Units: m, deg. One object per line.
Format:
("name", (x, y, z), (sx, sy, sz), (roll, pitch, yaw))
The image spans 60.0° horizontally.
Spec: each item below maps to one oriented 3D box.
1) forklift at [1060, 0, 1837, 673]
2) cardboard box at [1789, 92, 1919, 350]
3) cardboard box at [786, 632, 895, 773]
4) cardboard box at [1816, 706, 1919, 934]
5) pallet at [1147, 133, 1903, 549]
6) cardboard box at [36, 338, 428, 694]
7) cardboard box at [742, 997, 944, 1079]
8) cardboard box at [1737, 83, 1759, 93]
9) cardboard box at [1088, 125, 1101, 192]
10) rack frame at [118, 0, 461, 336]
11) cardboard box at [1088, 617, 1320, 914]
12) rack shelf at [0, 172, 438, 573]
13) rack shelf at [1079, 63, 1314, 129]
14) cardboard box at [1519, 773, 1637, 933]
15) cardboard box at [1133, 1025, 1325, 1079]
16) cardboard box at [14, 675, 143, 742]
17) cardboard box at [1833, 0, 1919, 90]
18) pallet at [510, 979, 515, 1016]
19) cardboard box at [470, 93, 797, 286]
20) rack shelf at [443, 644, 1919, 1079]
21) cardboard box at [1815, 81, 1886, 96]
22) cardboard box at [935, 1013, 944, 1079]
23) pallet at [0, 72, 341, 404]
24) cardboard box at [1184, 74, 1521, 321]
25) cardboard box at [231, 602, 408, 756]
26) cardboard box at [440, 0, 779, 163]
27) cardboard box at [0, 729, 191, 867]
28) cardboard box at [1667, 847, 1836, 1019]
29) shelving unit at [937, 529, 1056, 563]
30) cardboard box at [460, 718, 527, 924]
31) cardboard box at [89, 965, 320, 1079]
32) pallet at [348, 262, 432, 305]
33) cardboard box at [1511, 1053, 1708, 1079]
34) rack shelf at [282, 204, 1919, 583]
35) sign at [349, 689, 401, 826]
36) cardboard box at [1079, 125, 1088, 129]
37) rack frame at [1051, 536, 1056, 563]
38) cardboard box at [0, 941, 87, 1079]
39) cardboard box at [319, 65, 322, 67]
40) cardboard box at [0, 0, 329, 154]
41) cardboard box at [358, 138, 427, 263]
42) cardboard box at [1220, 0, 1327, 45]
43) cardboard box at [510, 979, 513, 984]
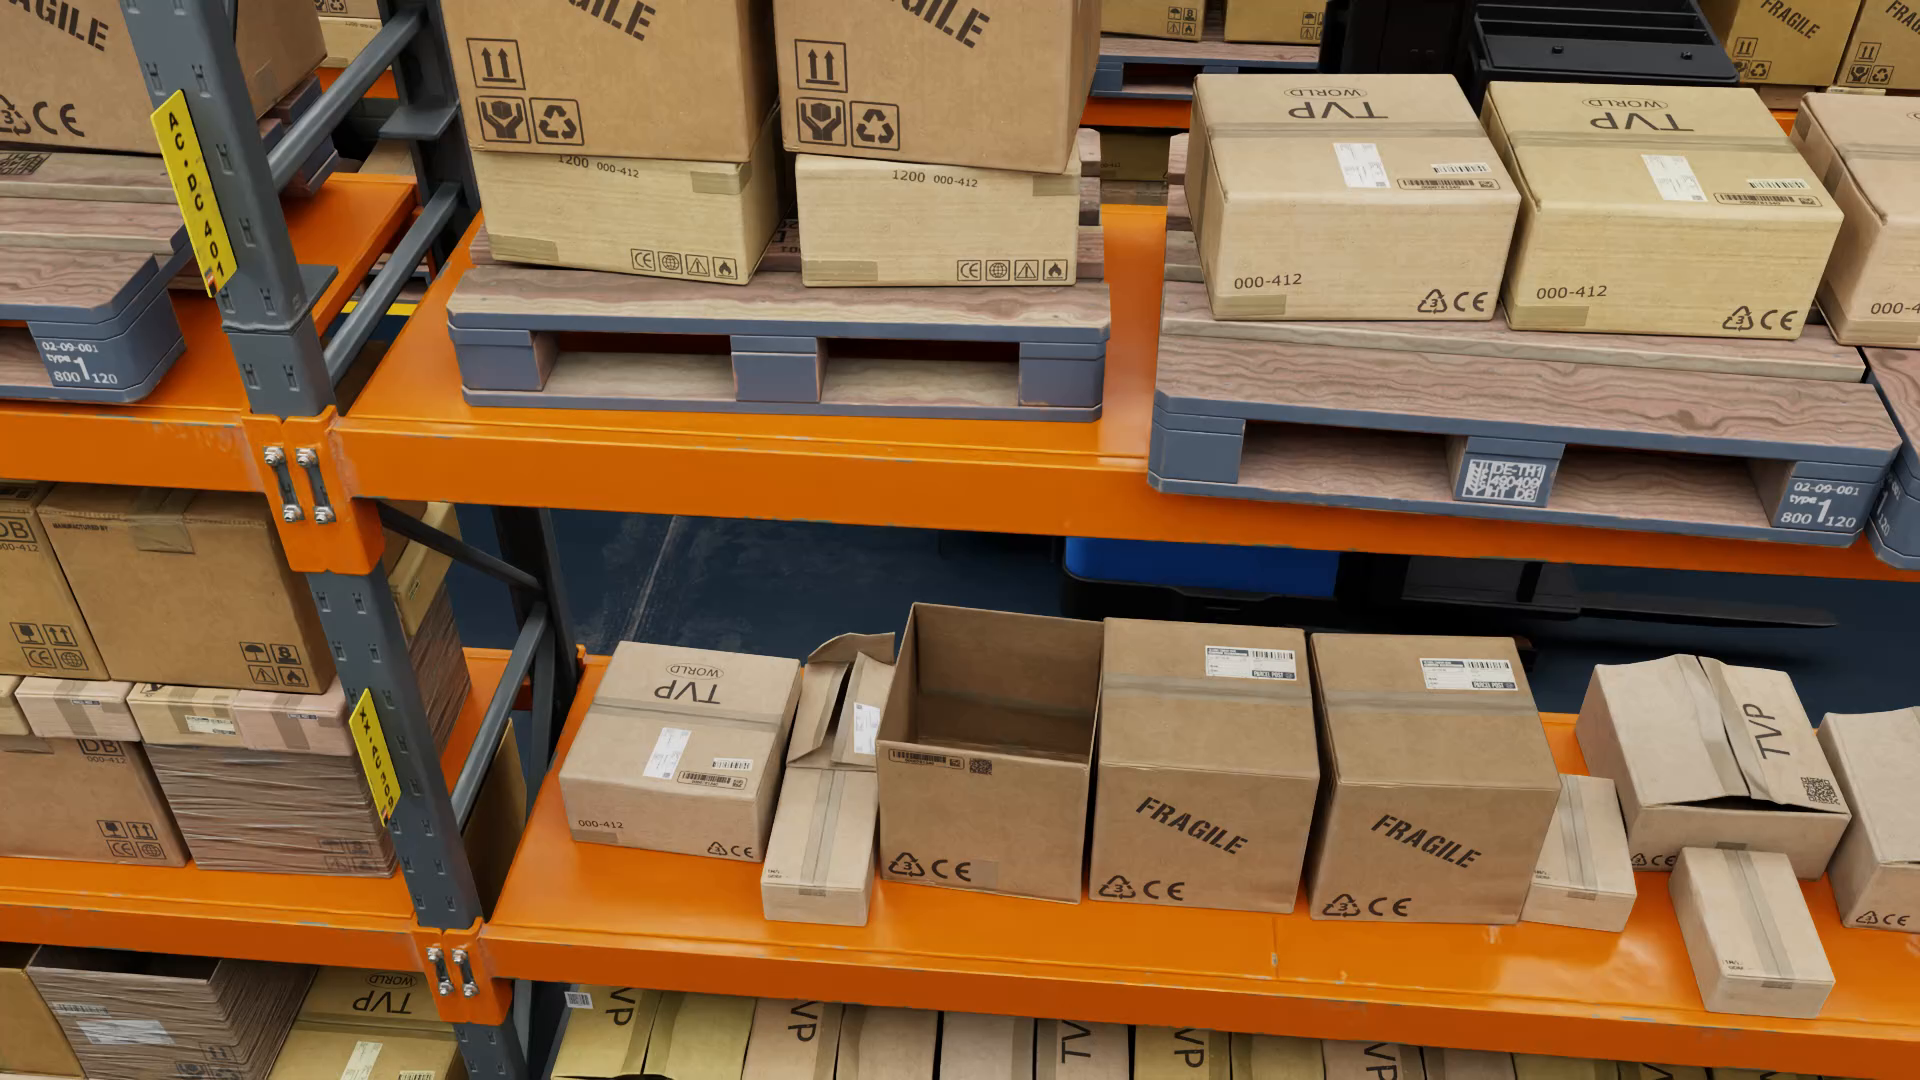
("forklift", (1.964, -0.957, 6.104), (3.031, 2.935, 1.130), (4, 39, 5))
("cardboard box", (1.803, -0.572, 2.987), (0.500, 0.250, 0.500), (4, 39, 5))
("cardboard box", (-0.309, 0.469, 4.404), (0.258, 0.266, 0.396), (2, 39, 3))
("cardboard box", (2.425, 0.690, 4.097), (0.500, 0.311, 0.500), (5, 39, 7))
("pallet", (0.986, -0.428, 3.173), (1.213, 0.211, 1.003), (5, 39, 6))
("cardboard box", (-1.644, -0.078, 3.862), (0.500, 0.500, 0.700), (3, 39, 4))
("cardboard box", (-0.313, 1.380, 4.579), (0.500, 0.311, 0.500), (3, 39, 3))
("cardboard box", (3.516, -2.160, 7.711), (0.250, 0.149, 0.380), (3, 39, 3))
("cardboard box", (0.477, -1.806, 8.725), (0.500, 0.500, 0.700), (2, 39, 3))
("rack frame", (-1.201, -1.842, 2.385), (0.127, 3.000, 1.000), (3, 39, 4))
("cardboard box", (0.587, 0.554, 4.114), (0.500, 0.500, 0.500), (3, 39, 4))
("rack shelf", (-3.194, -0.509, 3.693), (4.000, 0.370, 1.077), (3, 39, 4))
("rack shelf", (1.215, -2.243, 8.200), (4.000, 0.370, 1.077), (3, 39, 4))
("cardboard box", (1.509, 0.766, 4.132), (0.250, 0.149, 0.380), (6, 40, 7))
("cardboard box", (0.721, 1.433, 4.515), (0.500, 0.311, 0.500), (4, 39, 5))
("cardboard box", (-1.998, 0.287, 3.929), (0.250, 0.149, 0.380), (2, 39, 3))
("cardboard box", (4.191, -2.353, 7.435), (0.500, 0.500, 0.500), (4, 39, 5))
("pallet", (-1.990, 1.496, 5.245), (1.213, 0.211, 1.003), (3, 39, 4))
("cardboard box", (-0.588, -0.744, 3.198), (0.500, 0.250, 0.500), (7, 40, 8))
("rack shelf", (0.792, 0.872, 4.372), (4.000, 0.370, 1.077), (3, 39, 4))
("cardboard box", (4.024, -2.073, 7.604), (0.250, 0.149, 0.380), (4, 39, 5))
("cardboard box", (-0.311, 1.594, 4.760), (0.500, 0.250, 0.500), (4, 39, 5))
("pallet", (-2.053, -0.675, 3.397), (1.213, 0.211, 1.003), (3, 39, 4))
("cardboard box", (0.699, -0.641, 3.071), (0.500, 0.250, 0.500), (0, 39, 0))
("cardboard box", (-1.490, 0.314, 3.895), (0.250, 0.149, 0.380), (3, 39, 4))
("cardboard box", (-0.590, -1.016, 2.938), (0.500, 0.500, 0.500), (4, 39, 4))
("cardboard box", (-2.170, 0.401, 4.302), (0.500, 0.500, 0.700), (3, 39, 3))
("cardboard box", (1.864, 0.925, 3.937), (0.250, 0.149, 0.380), (3, 39, 4))
("shelving unit", (0.165, -0.456, 6.860), (0.503, 1.200, 0.258), (3, 39, 4))
("cardboard box", (-1.636, 0.875, 5.050), (0.500, 0.500, 0.500), (3, 39, 4))
("cardboard box", (-2.179, 1.467, 4.917), (0.500, 0.250, 0.500), (3, 39, 4))
("pallet", (-2.668, -1.629, 9.084), (1.213, 0.211, 1.003), (3, 39, 4))
("cardboard box", (1.723, 1.490, 4.444), (0.500, 0.311, 0.500), (3, 39, 3))
("rack shelf", (0.792, -0.291, 3.425), (4.000, 0.370, 1.077), (3, 39, 4))
("sign", (-1.247, 0.467, 3.551), (0.005, 0.325, 0.100), (3, 39, 4))
("cardboard box", (0.396, -2.072, 8.457), (0.500, 0.250, 0.500), (2, 39, 3))
("rack frame", (0.408, -0.443, 6.844), (0.015, 1.200, 0.240), (3, 39, 4))
("cardboard box", (-2.677, 1.150, 4.713), (0.500, 0.500, 0.500), (3, 39, 4))
("cardboard box", (-3.278, -2.522, 8.075), (0.500, 0.250, 0.500), (3, 39, 3))
("cardboard box", (-1.680, -1.128, 3.361), (0.500, 0.500, 0.500), (6, 40, 8))
("cardboard box", (-2.786, -1.854, 8.783), (0.500, 0.500, 0.700), (1, 39, 1))
("cardboard box", (1.495, -2.696, 7.758), (0.500, 0.500, 0.700), (3, 39, 4))
("cardboard box", (-1.637, 1.172, 5.279), (0.500, 0.250, 0.500), (3, 39, 4))
